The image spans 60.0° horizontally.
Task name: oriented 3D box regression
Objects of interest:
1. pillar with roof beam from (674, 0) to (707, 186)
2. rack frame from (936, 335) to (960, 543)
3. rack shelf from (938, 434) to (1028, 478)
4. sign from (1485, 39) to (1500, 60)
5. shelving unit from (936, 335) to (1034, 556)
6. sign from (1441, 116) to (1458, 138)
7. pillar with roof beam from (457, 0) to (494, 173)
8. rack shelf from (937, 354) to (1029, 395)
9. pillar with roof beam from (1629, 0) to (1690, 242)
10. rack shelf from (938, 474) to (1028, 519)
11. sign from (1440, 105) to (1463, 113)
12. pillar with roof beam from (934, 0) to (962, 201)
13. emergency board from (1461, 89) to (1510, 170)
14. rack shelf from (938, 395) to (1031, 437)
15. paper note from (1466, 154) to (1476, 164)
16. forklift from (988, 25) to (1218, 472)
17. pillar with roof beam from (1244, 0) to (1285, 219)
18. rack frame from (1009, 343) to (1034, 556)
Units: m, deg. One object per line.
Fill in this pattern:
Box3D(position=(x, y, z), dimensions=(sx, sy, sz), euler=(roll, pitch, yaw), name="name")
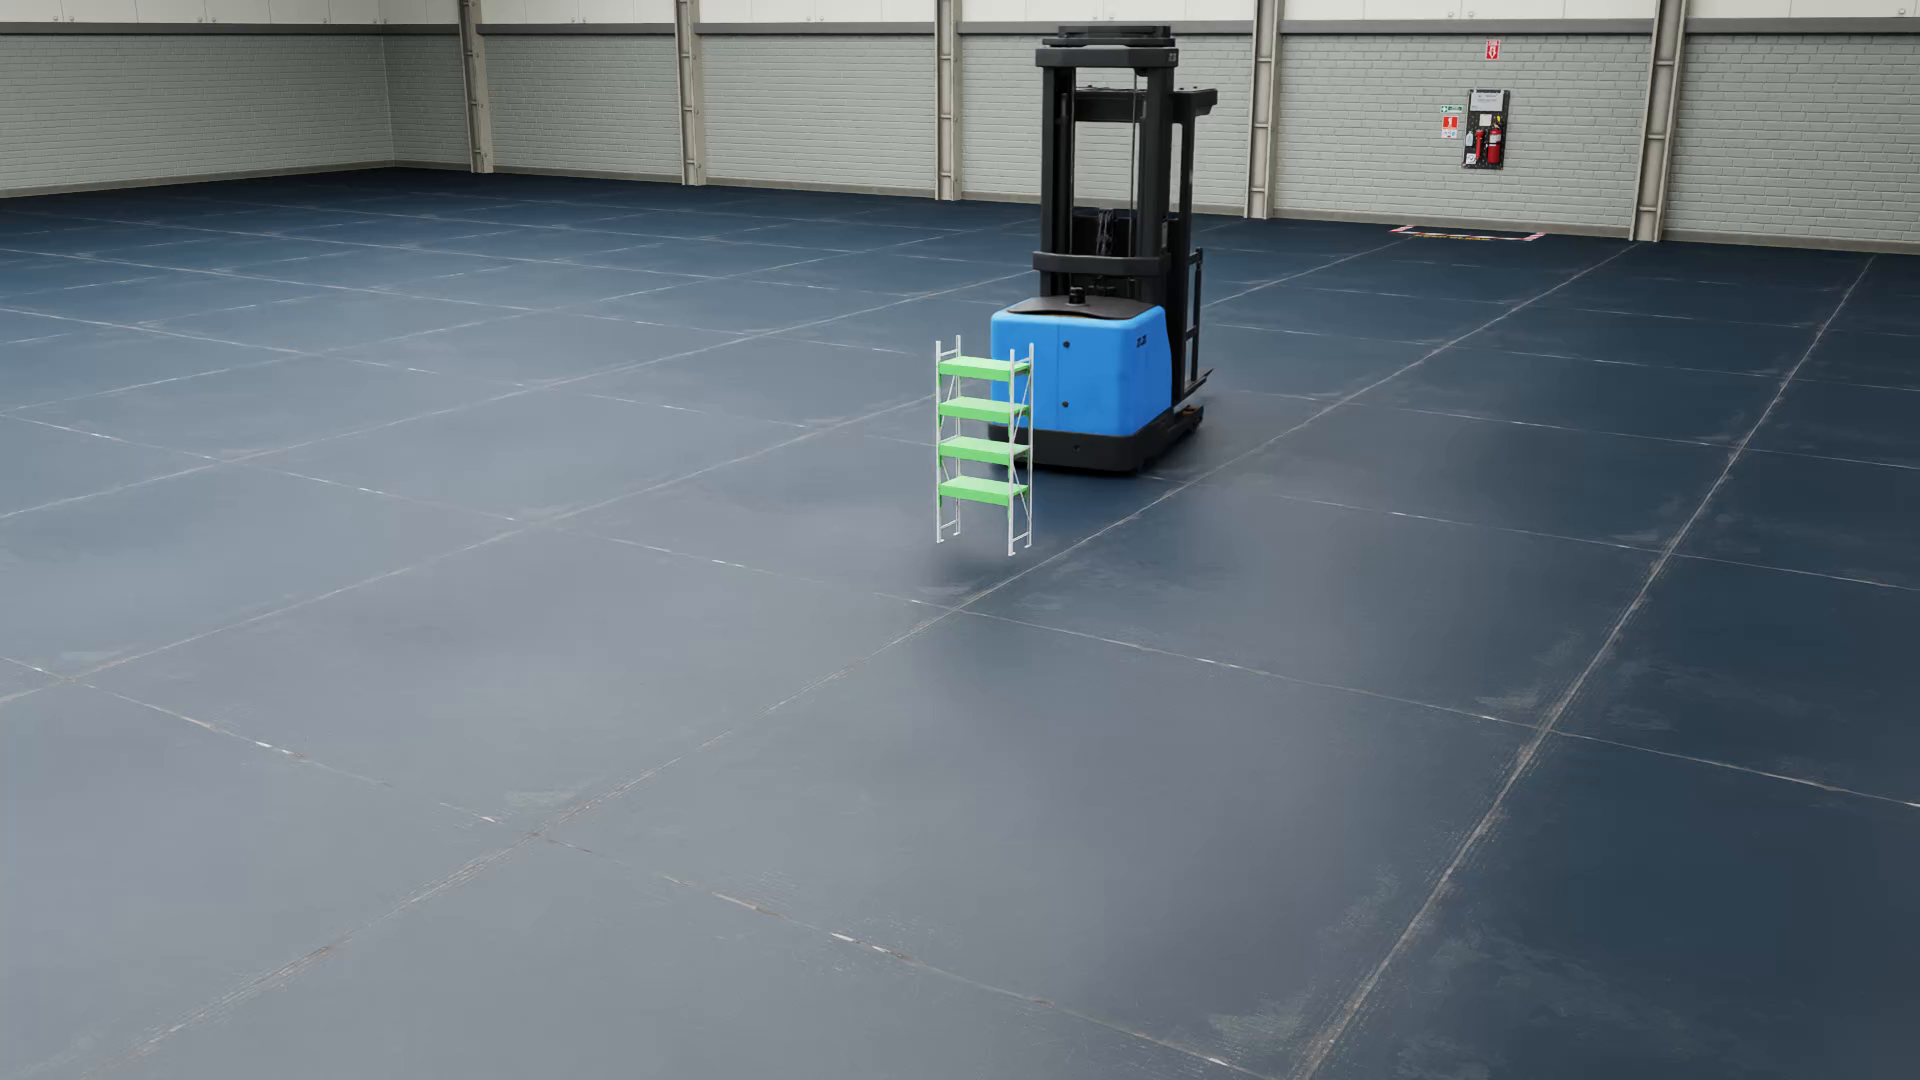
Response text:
Box3D(position=(-7.571, -10.366, 28.523), dimensions=(0.400, 9.000, 9.100), euler=(10, 20, 30), name="pillar with roof beam")
Box3D(position=(-0.067, -0.586, 9.746), dimensions=(0.015, 1.200, 0.240), euler=(10, 20, 30), name="rack frame")
Box3D(position=(0.141, -0.488, 9.643), dimensions=(0.480, 0.148, 0.258), euler=(10, 20, 30), name="rack shelf")
Box3D(position=(7.980, -7.344, 24.909), dimensions=(0.199, 0.298, 0.001), euler=(10, 20, 30), name="sign")
Box3D(position=(0.141, -0.549, 9.624), dimensions=(0.503, 1.200, 0.258), euler=(10, 20, 30), name="shelving unit")
Box3D(position=(7.517, -6.336, 25.516), dimensions=(0.234, 0.329, 0.001), euler=(10, 20, 30), name="sign")
Box3D(position=(-12.684, -11.278, 31.528), dimensions=(0.400, 9.000, 9.100), euler=(10, 20, 30), name="pillar with roof beam")
Box3D(position=(0.141, -0.947, 9.503), dimensions=(0.480, 0.148, 0.258), euler=(10, 20, 30), name="rack shelf")
Box3D(position=(7.767, -7.628, 19.510), dimensions=(0.400, 9.000, 9.100), euler=(10, 20, 30), name="pillar with roof beam")
Box3D(position=(0.141, -0.258, 9.712), dimensions=(0.480, 0.148, 0.258), euler=(10, 20, 30), name="rack shelf")
Box3D(position=(7.516, -6.586, 25.429), dimensions=(0.331, 0.109, 0.001), euler=(10, 20, 30), name="sign")
Box3D(position=(-2.458, -9.453, 25.519), dimensions=(0.400, 9.000, 9.100), euler=(10, 20, 30), name="pillar with roof beam")
Box3D(position=(7.934, -6.209, 25.160), dimensions=(0.643, 1.169, 0.194), euler=(10, 20, 30), name="emergency board")
Box3D(position=(0.141, -0.717, 9.573), dimensions=(0.480, 0.148, 0.258), euler=(10, 20, 30), name="rack shelf")
Box3D(position=(7.820, -5.831, 25.433), dimensions=(0.142, 0.148, 0.016), euler=(10, 20, 30), name="paper note")
Box3D(position=(1.218, -2.249, 12.241), dimensions=(1.130, 2.935, 3.031), euler=(7, 18, 21), name="forklift")
Box3D(position=(2.654, -8.540, 22.514), dimensions=(0.400, 9.000, 9.100), euler=(10, 20, 30), name="pillar with roof beam")
Box3D(position=(0.349, -0.512, 9.502), dimensions=(0.015, 1.200, 0.240), euler=(10, 20, 30), name="rack frame")
